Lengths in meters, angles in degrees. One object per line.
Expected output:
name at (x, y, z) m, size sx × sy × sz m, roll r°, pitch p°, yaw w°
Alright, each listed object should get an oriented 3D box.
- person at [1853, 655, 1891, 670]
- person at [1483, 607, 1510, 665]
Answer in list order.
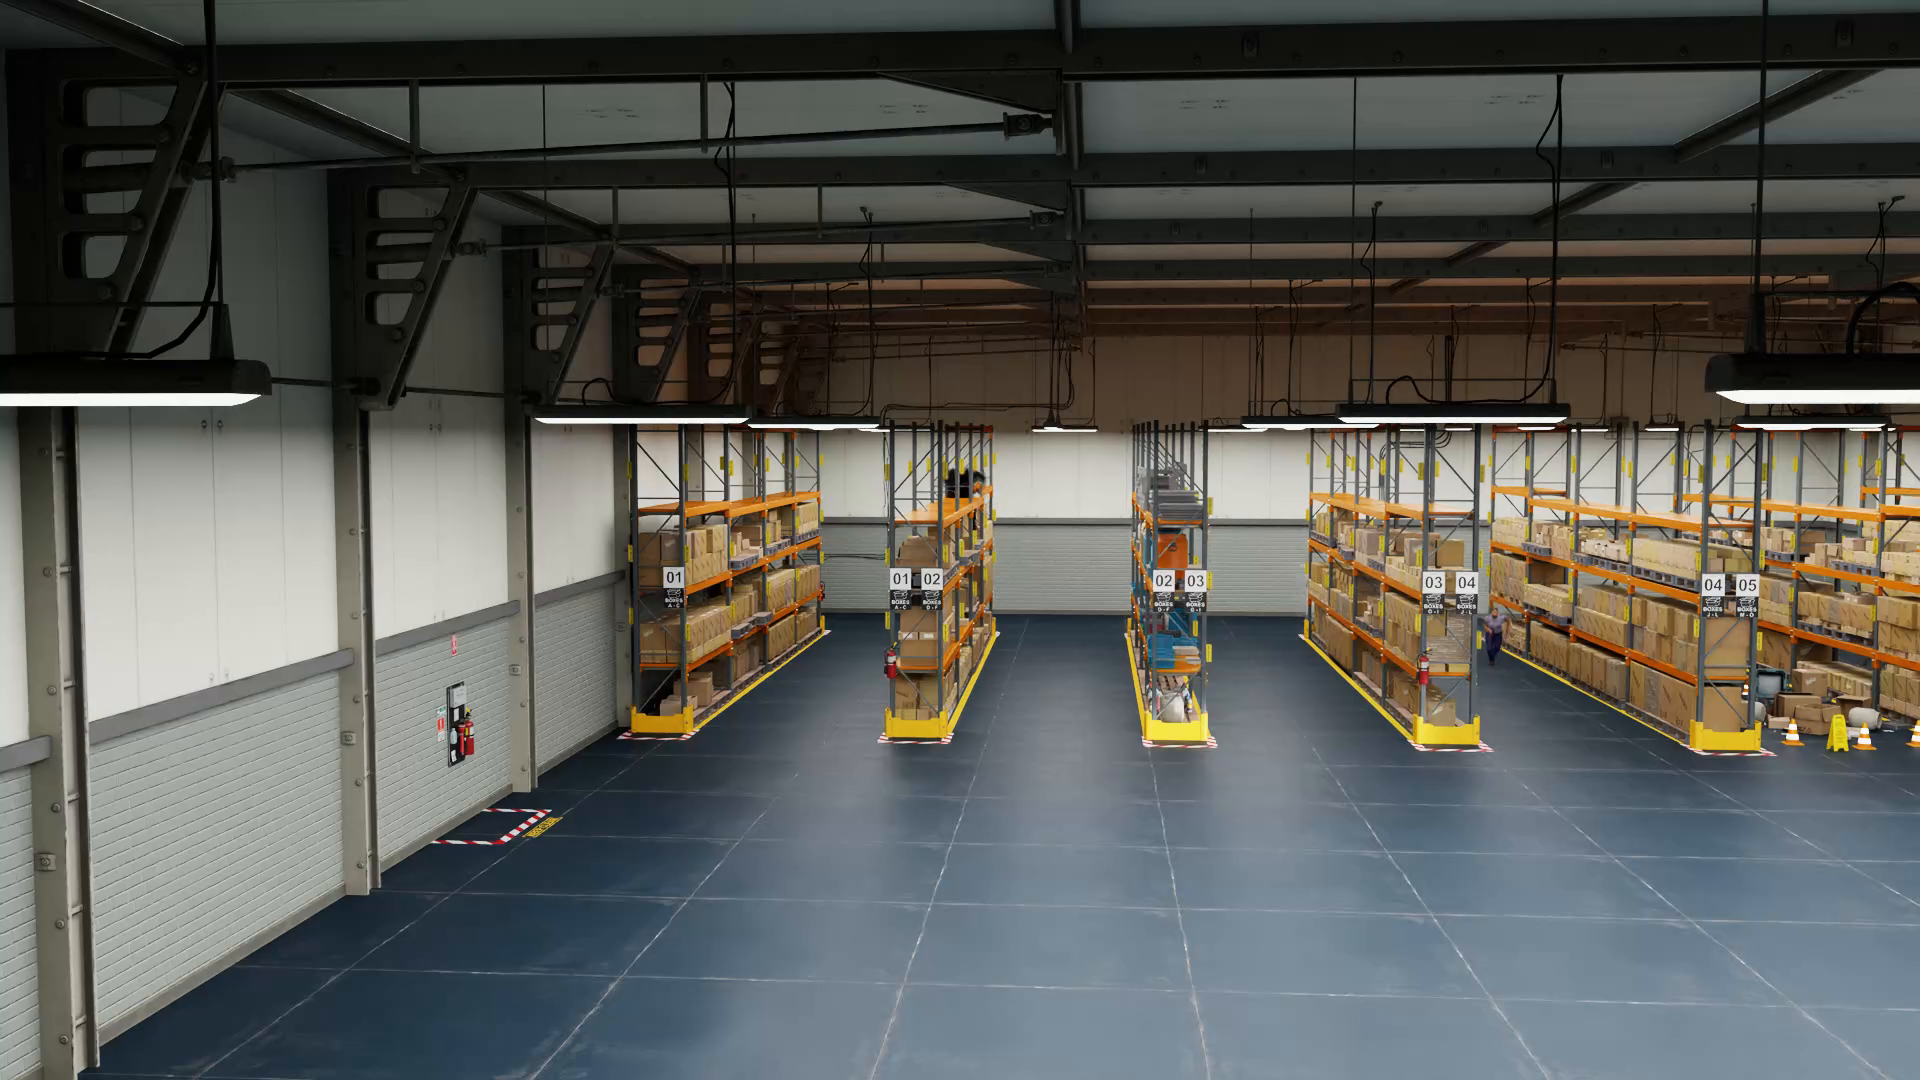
person at (22.361, 2.342, 40.571) m, size 0.675 × 1.590 × 0.852 m, roll -3°, pitch 5°, yaw -41°
person at (13.254, 2.383, 41.099) m, size 0.634 × 1.489 × 0.777 m, roll 1°, pitch 4°, yaw 14°
